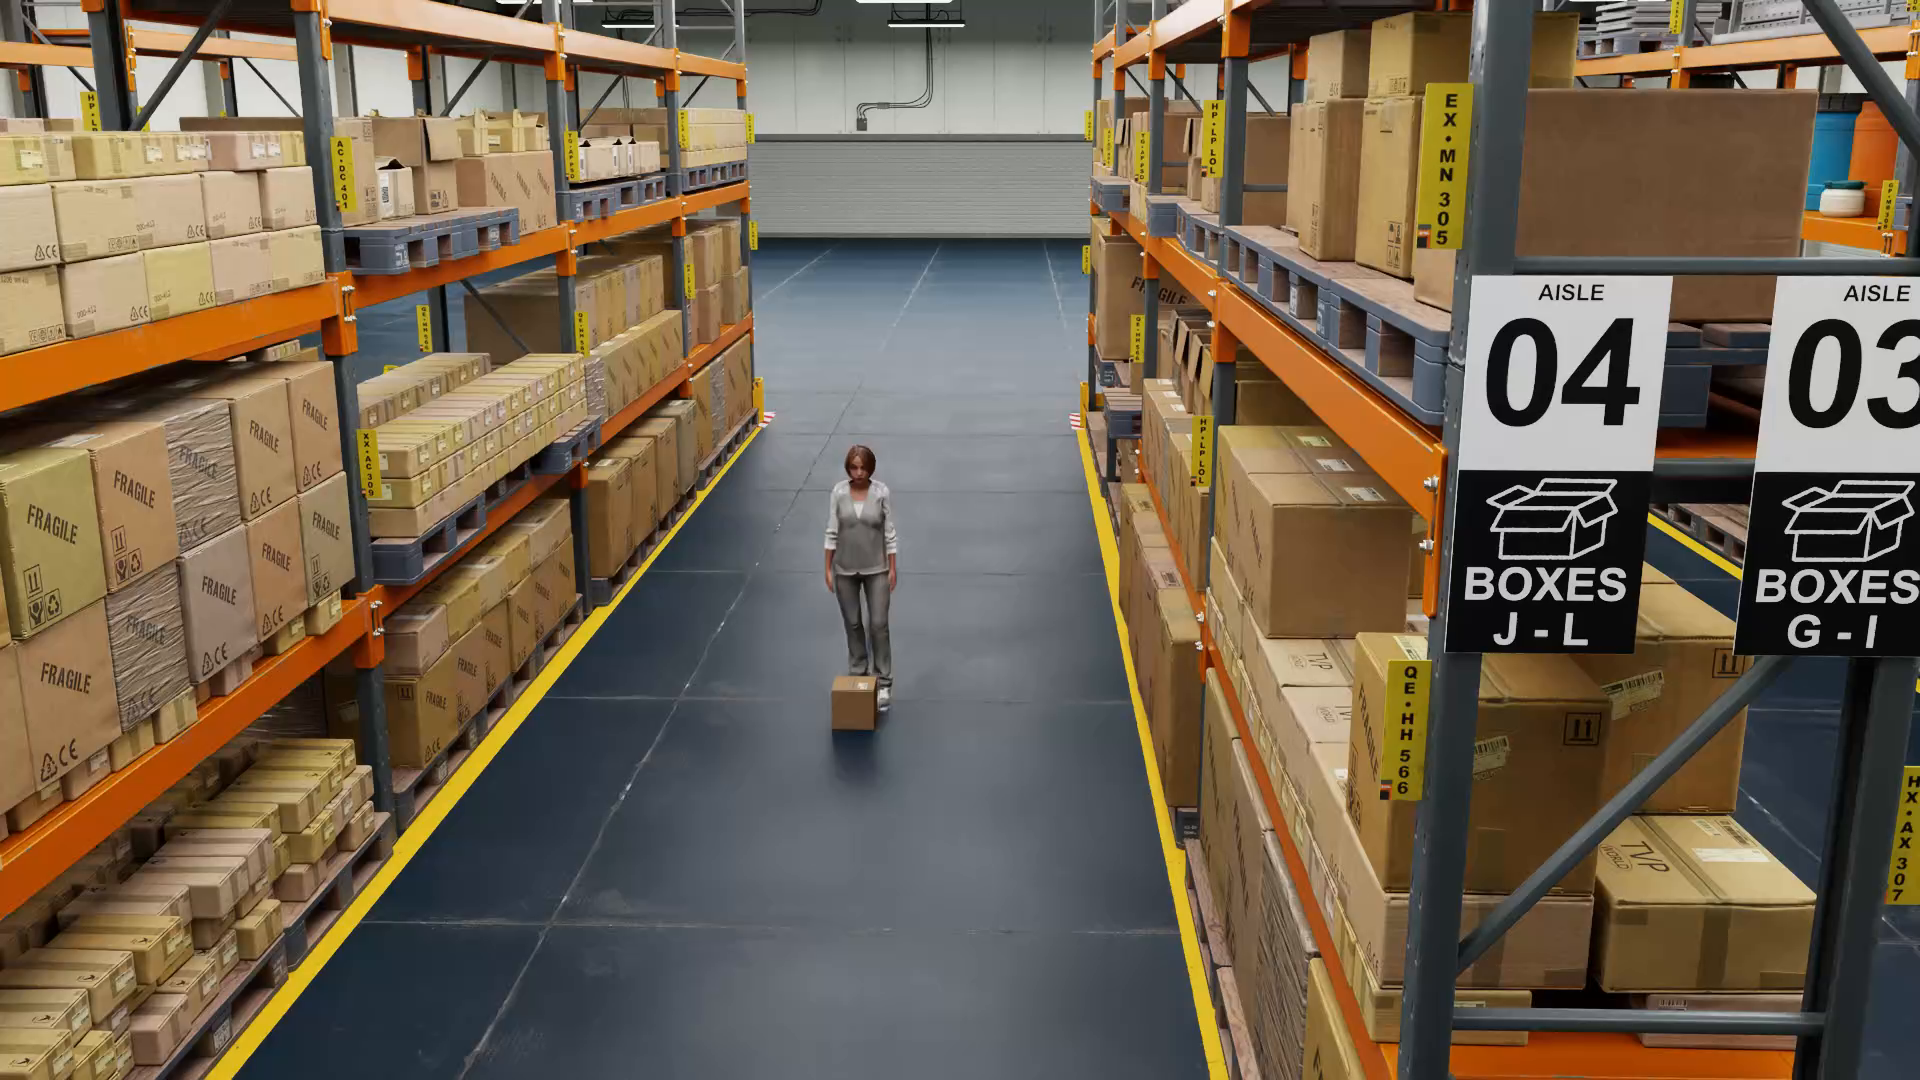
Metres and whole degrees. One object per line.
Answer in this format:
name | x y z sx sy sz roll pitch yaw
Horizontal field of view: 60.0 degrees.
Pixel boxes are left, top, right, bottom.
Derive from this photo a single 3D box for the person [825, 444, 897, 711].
person | -0.613 0.214 10.160 0.438 1.604 0.496 0 14 2
